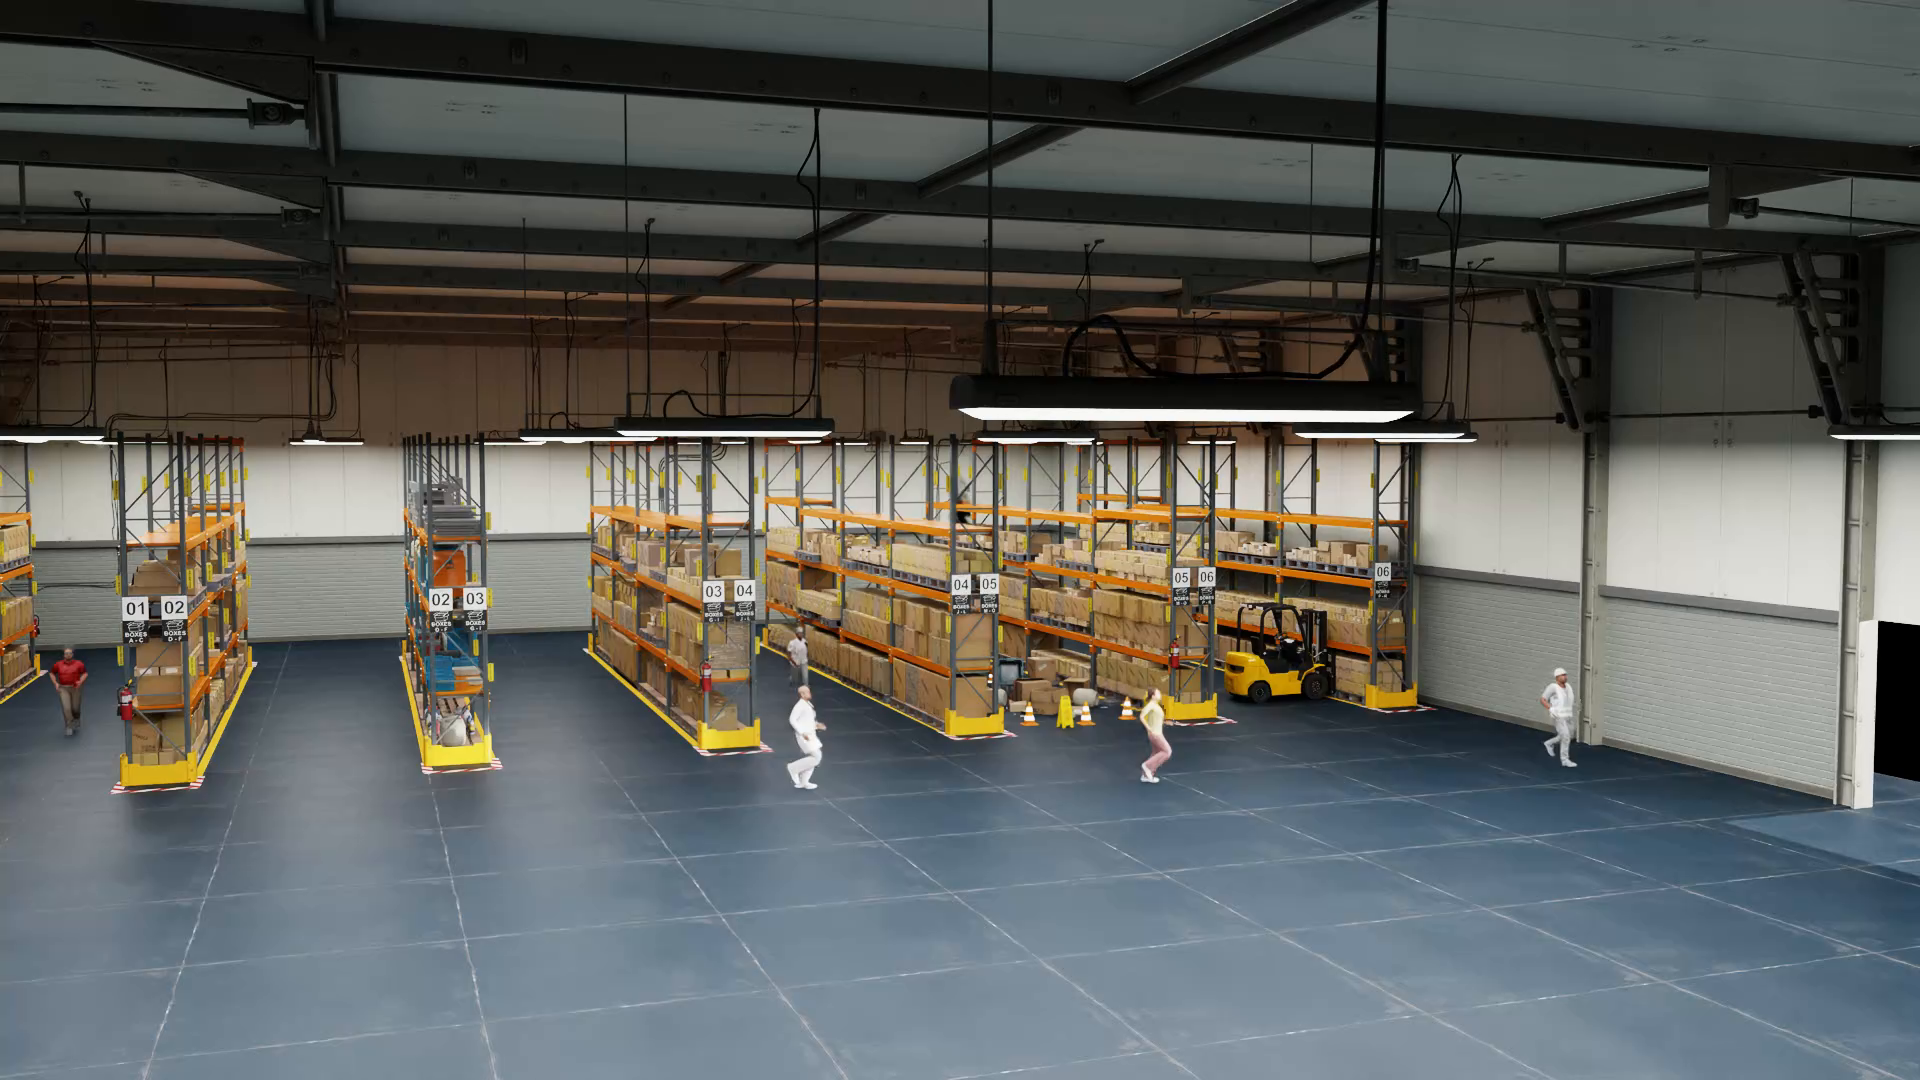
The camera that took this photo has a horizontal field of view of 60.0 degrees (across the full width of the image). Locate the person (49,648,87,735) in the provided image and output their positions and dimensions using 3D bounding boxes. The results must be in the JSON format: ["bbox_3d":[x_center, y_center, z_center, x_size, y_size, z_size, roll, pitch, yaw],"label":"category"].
[{"bbox_3d":[-17.900,3.027,33.402,0.672,1.712,0.710,-2,4,-28],"label":"person"}]

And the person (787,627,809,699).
[{"bbox_3d":[-3.677,2.814,37.927,0.568,1.683,0.867,-1,3,-25],"label":"person"}]

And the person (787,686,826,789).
[{"bbox_3d":[-2.570,3.310,27.904,0.633,1.733,0.707,0,3,4],"label":"person"}]

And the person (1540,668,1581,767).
[{"bbox_3d":[10.823,3.186,30.002,0.696,1.750,0.818,-2,4,-28],"label":"person"}]

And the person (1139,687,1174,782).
[{"bbox_3d":[3.366,3.324,28.404,0.550,1.629,0.566,1,3,14],"label":"person"}]
